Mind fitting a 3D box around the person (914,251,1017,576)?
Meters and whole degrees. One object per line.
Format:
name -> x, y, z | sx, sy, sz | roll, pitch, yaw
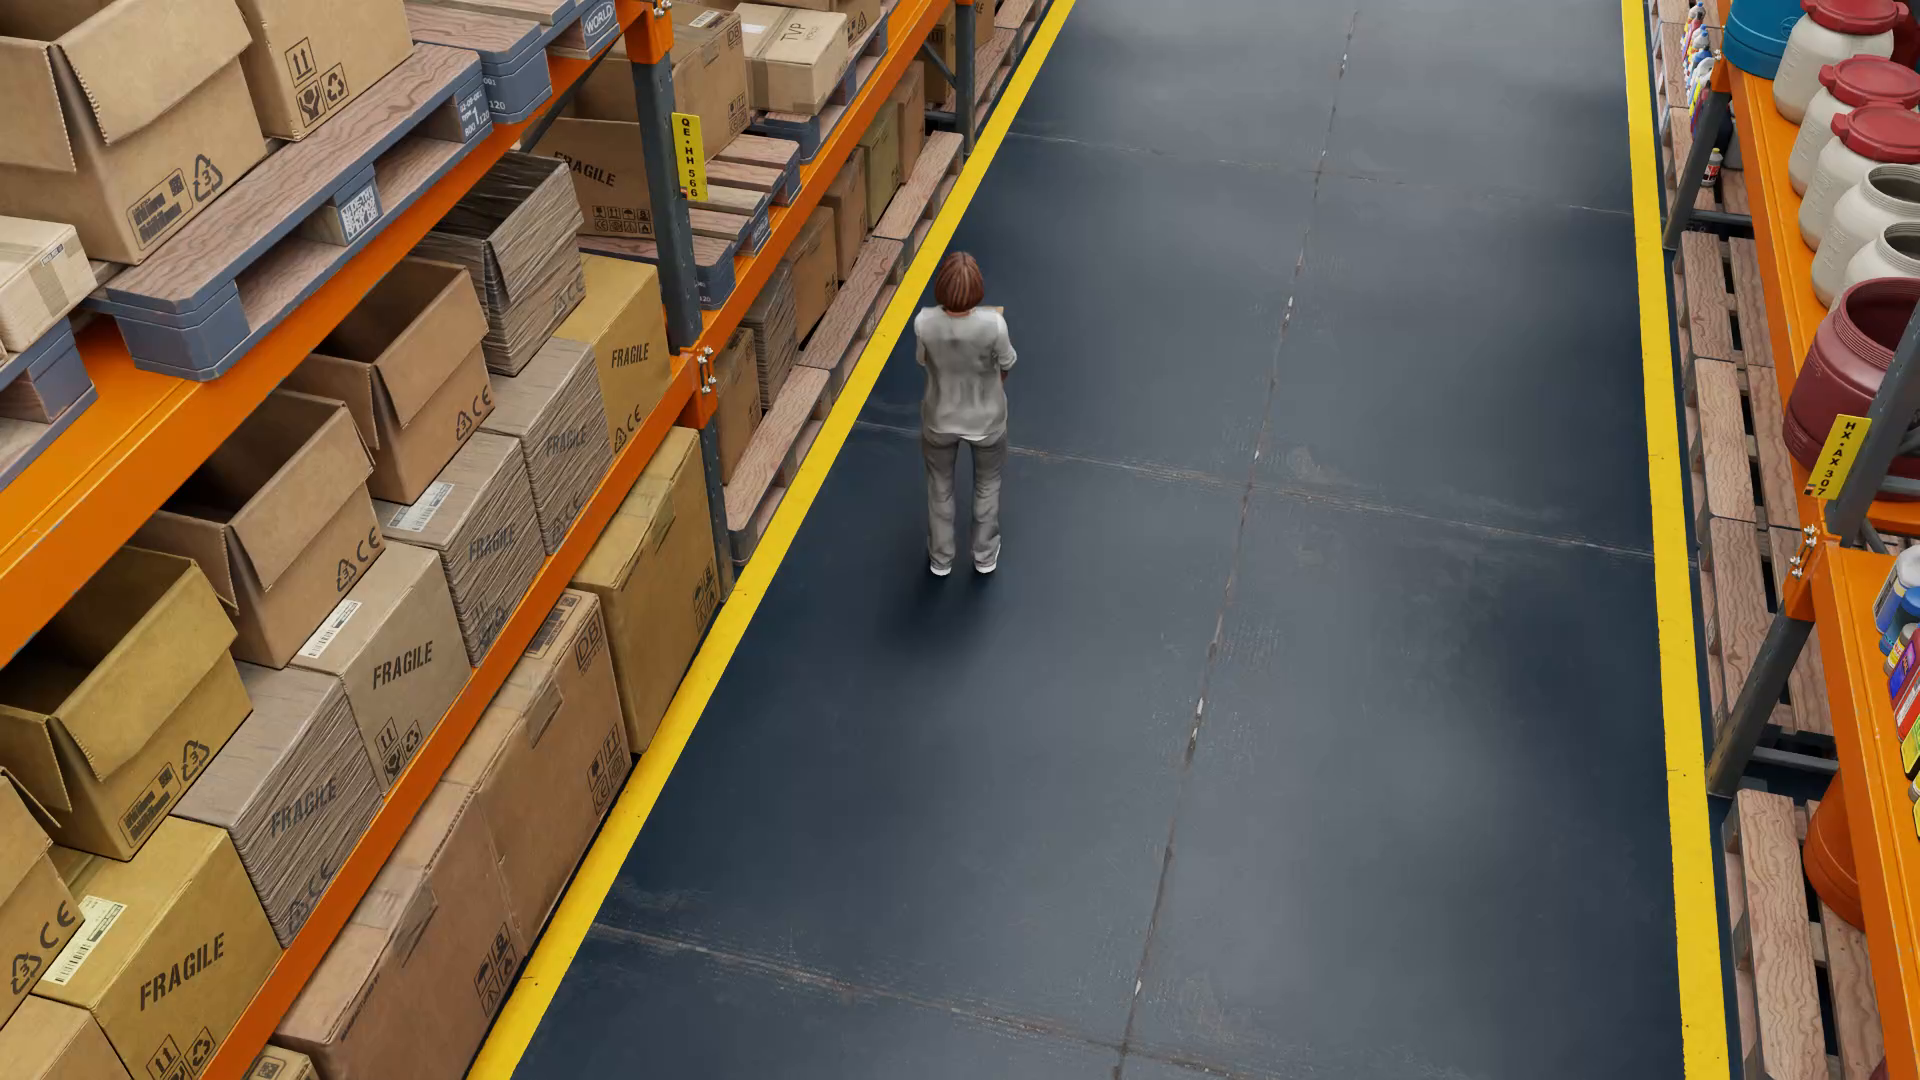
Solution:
person -> 0.024, -0.544, 6.784 | 0.405, 1.592, 0.488 | 3, 42, 4
